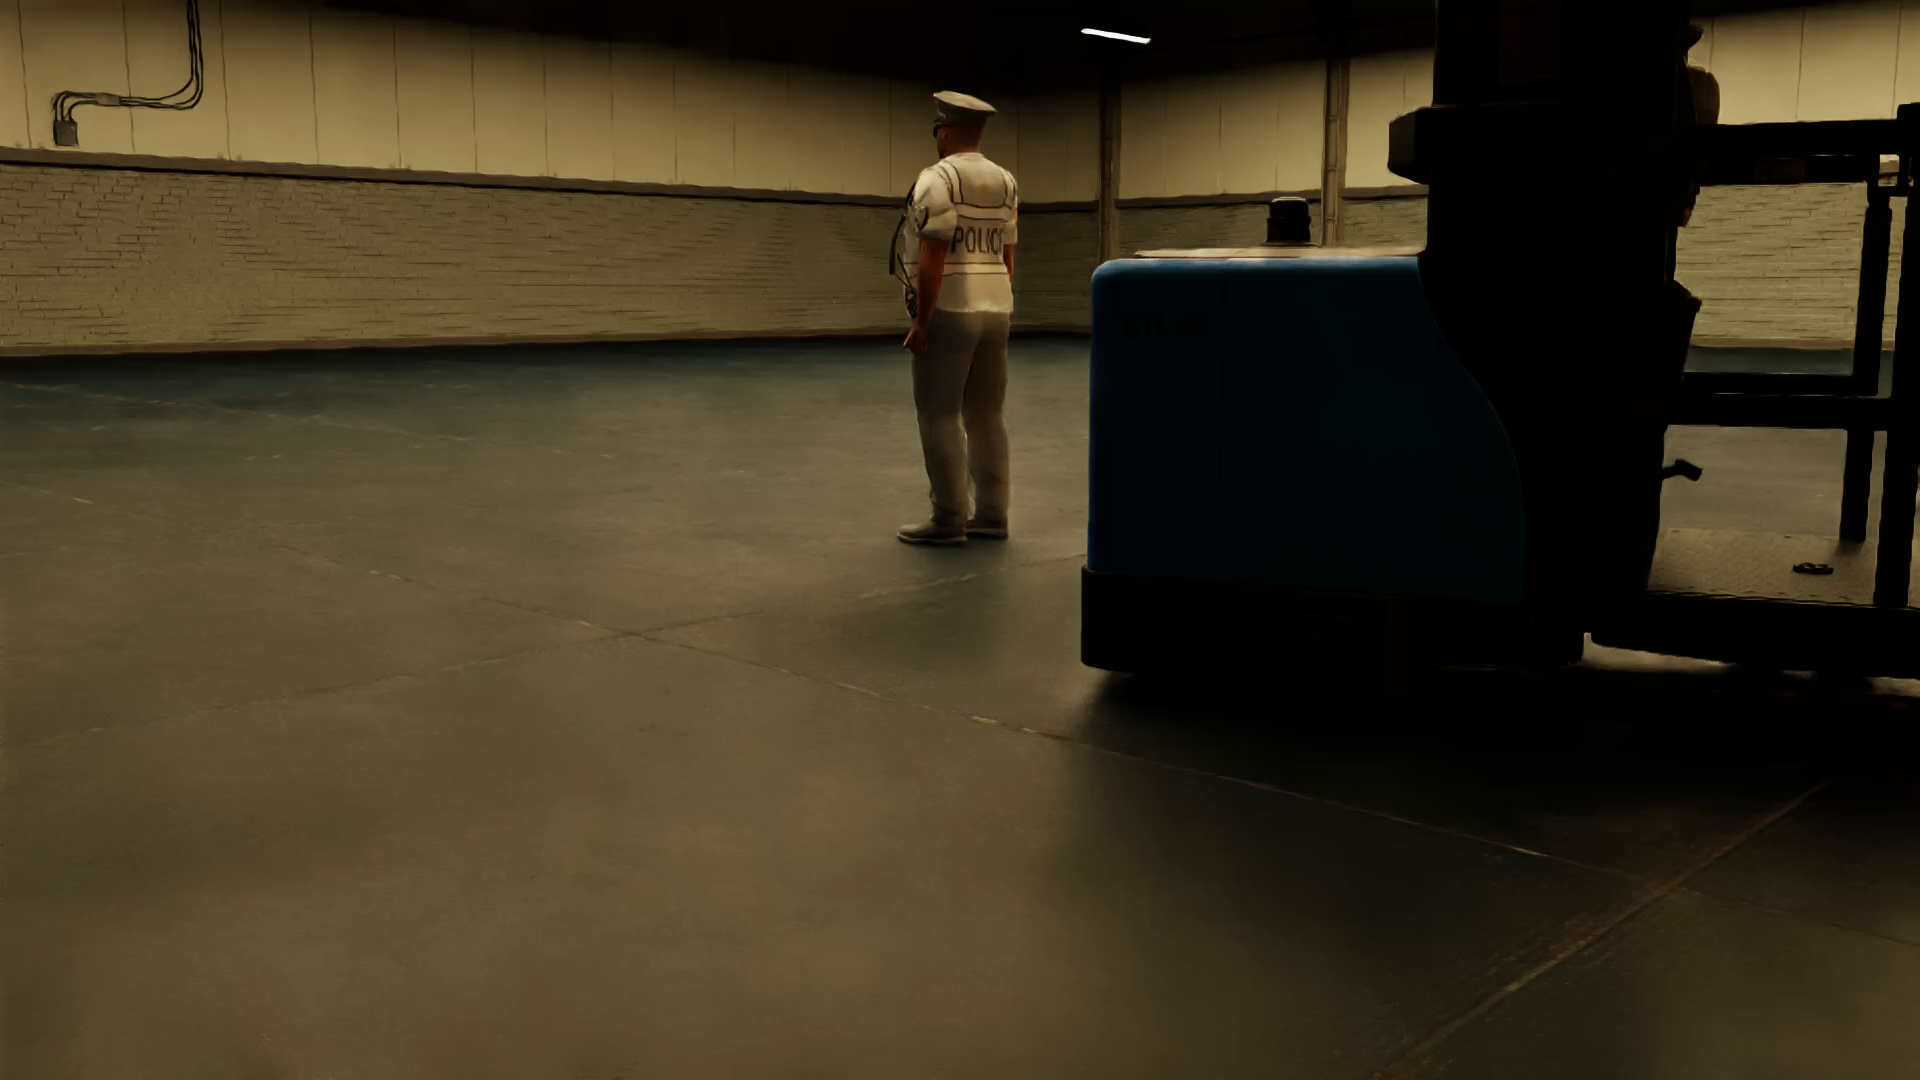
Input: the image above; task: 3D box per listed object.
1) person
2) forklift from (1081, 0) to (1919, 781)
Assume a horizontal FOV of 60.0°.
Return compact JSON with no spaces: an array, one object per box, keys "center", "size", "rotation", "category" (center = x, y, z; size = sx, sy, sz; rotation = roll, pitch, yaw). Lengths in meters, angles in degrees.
[{"center":[-0.012,-0.875,6.596],"size":[0.396,1.769,0.523],"rotation":[8,12,43],"category":"person"},{"center":[1.869,-1.044,3.804],"size":[3.031,2.935,1.130],"rotation":[4,9,24],"category":"forklift"}]
